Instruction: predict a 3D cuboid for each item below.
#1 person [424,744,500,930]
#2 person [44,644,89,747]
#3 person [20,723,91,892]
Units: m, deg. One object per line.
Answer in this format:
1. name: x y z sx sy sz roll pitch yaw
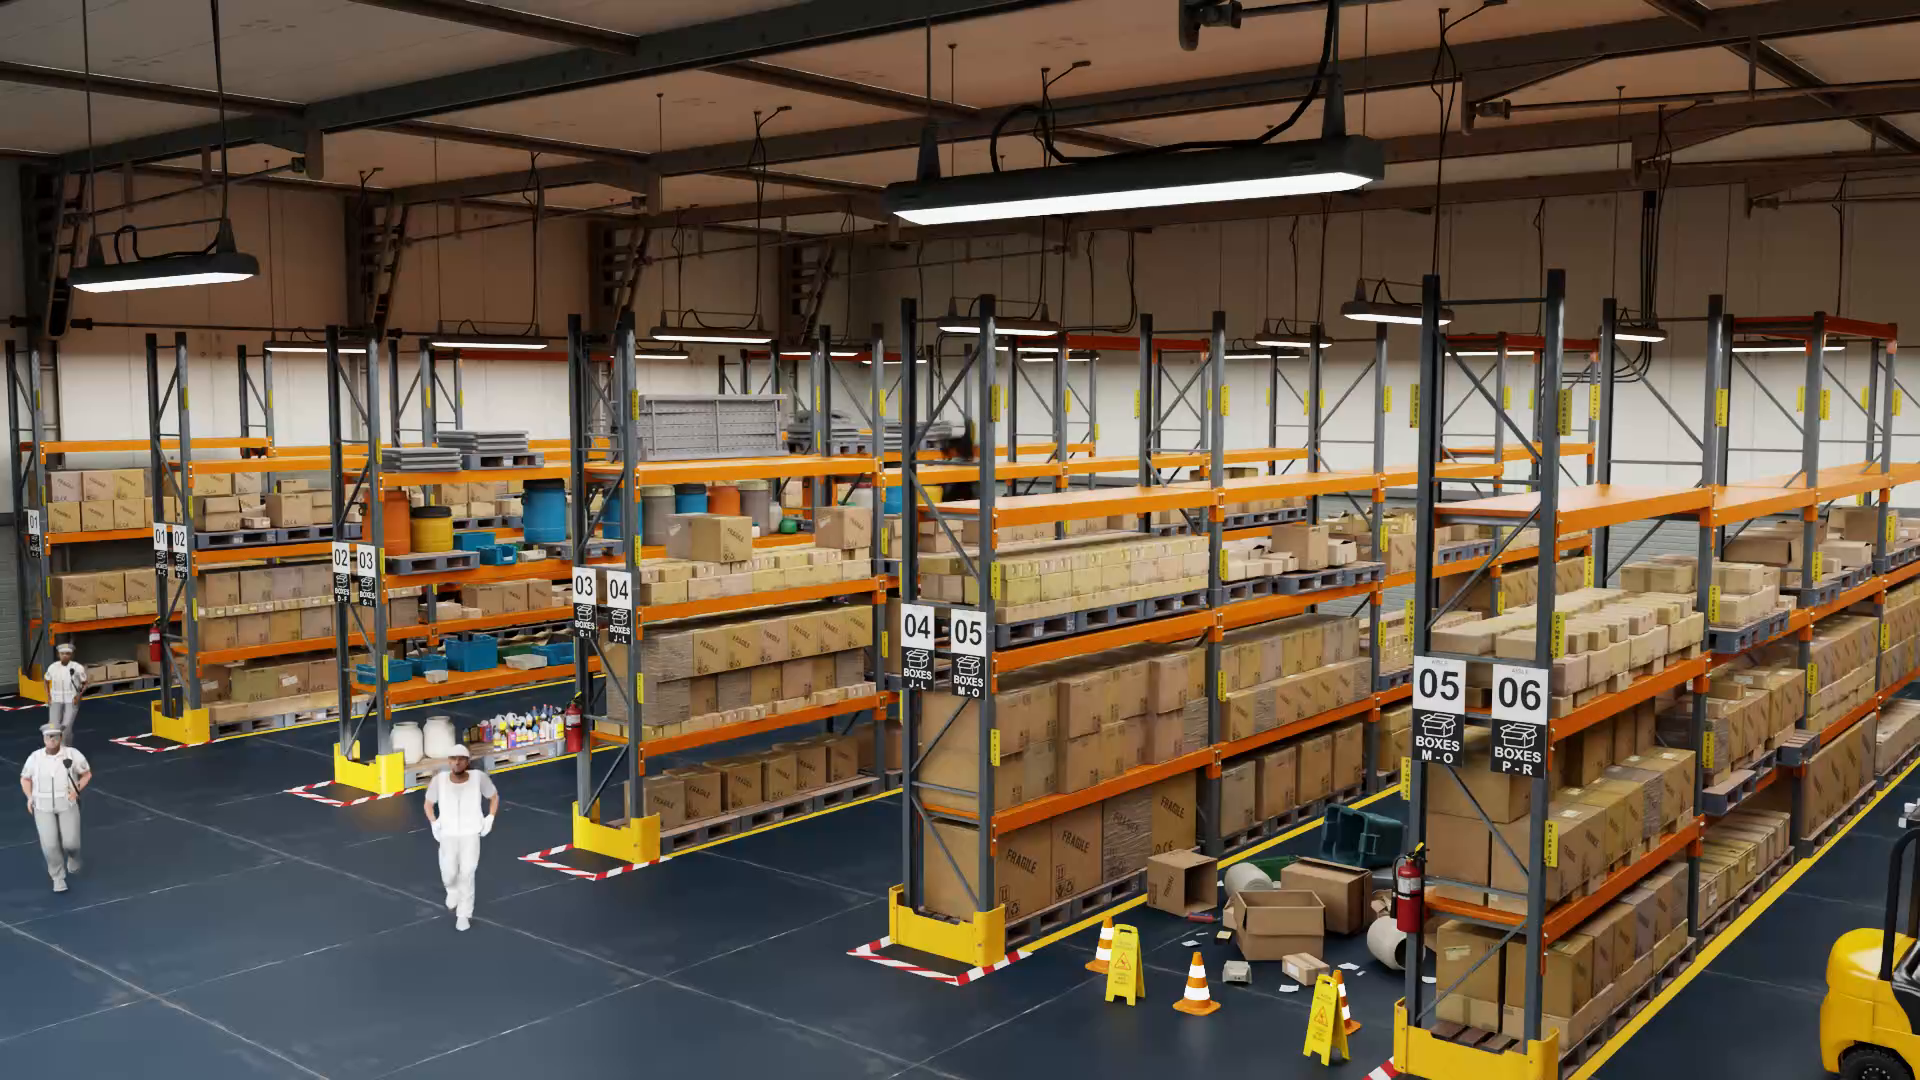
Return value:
1. person: -4.837 2.844 16.172 0.706 1.761 0.679 -1 5 -13
2. person: -12.557 2.256 23.357 0.577 1.626 0.522 -2 5 -19
3. person: -9.389 2.742 17.285 0.656 1.740 0.664 -2 6 -23
